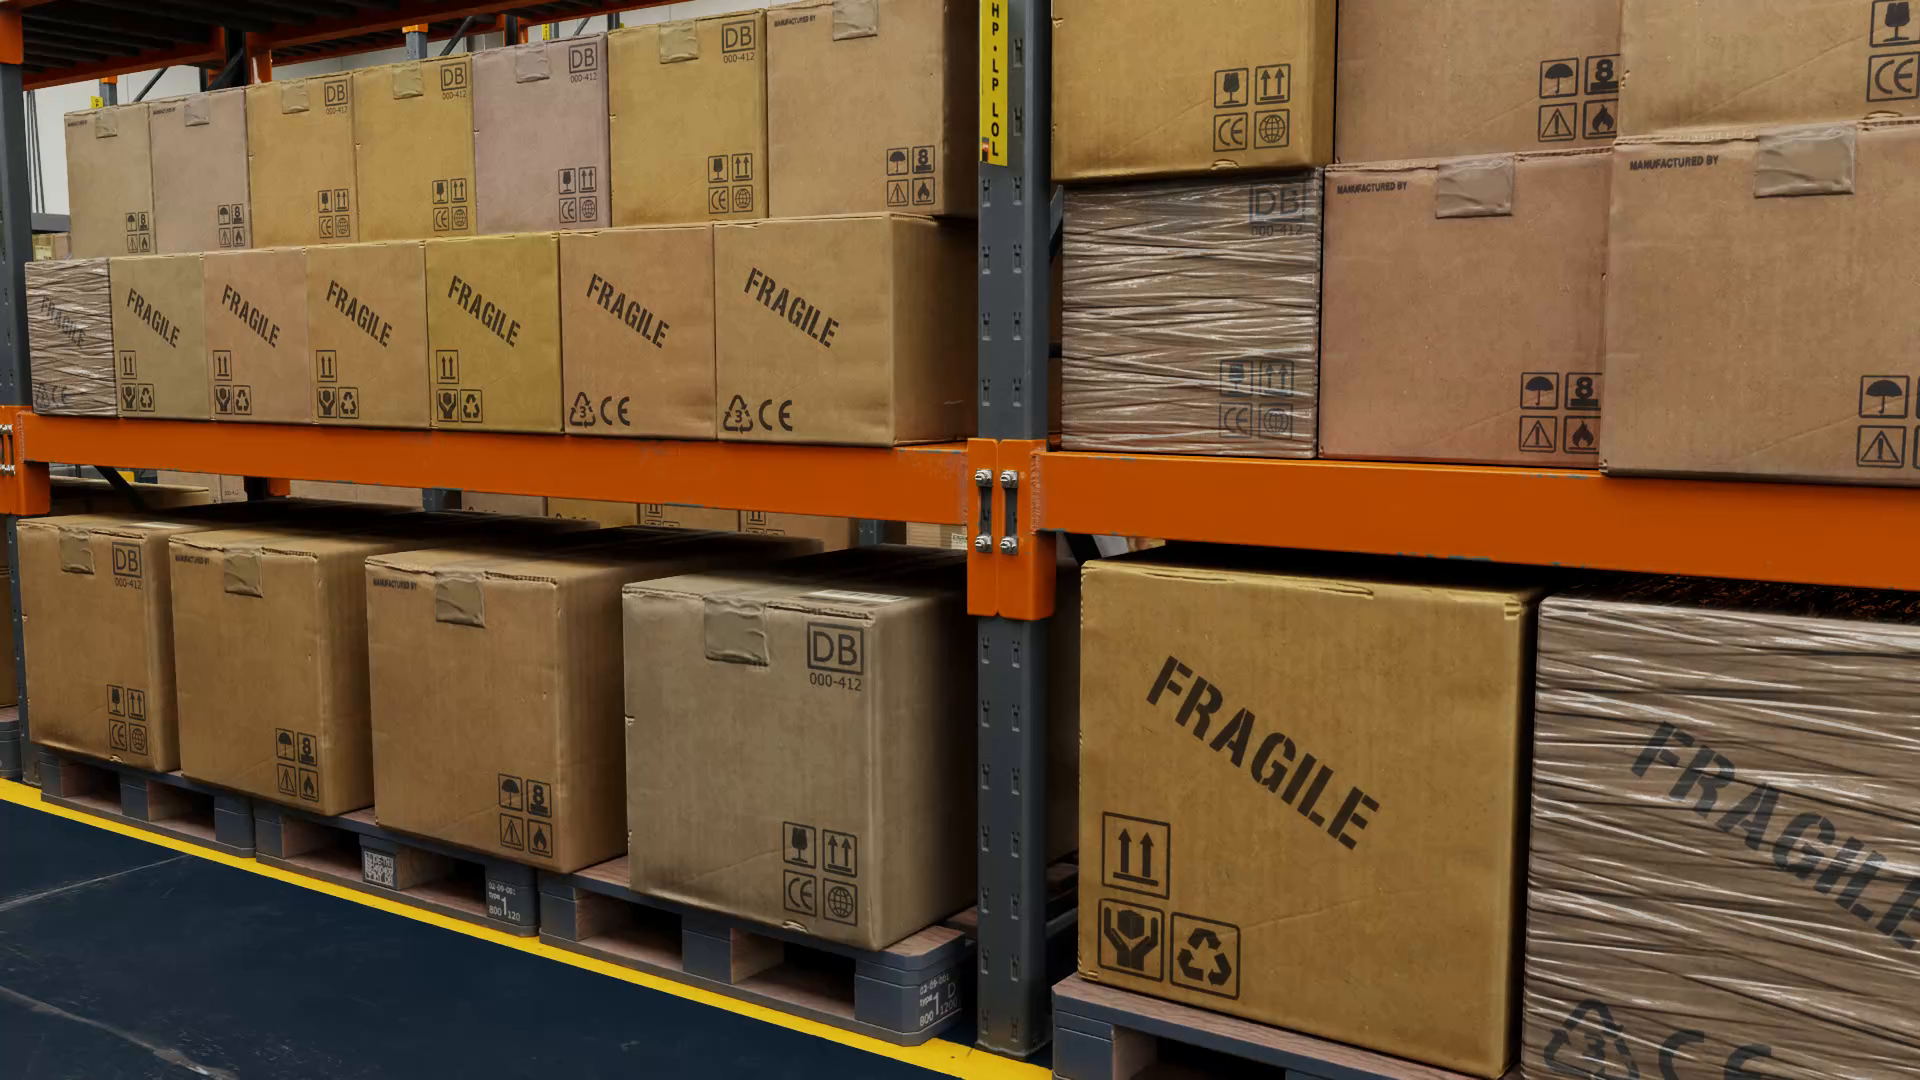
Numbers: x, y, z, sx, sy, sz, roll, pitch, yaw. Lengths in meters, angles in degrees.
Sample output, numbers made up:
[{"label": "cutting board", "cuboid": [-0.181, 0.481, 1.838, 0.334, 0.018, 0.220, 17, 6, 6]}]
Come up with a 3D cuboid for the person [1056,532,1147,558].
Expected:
[{"label": "person", "cuboid": [0.649, -0.025, 7.530, 0.409, 1.384, 0.772, 4, 8, 32]}]
